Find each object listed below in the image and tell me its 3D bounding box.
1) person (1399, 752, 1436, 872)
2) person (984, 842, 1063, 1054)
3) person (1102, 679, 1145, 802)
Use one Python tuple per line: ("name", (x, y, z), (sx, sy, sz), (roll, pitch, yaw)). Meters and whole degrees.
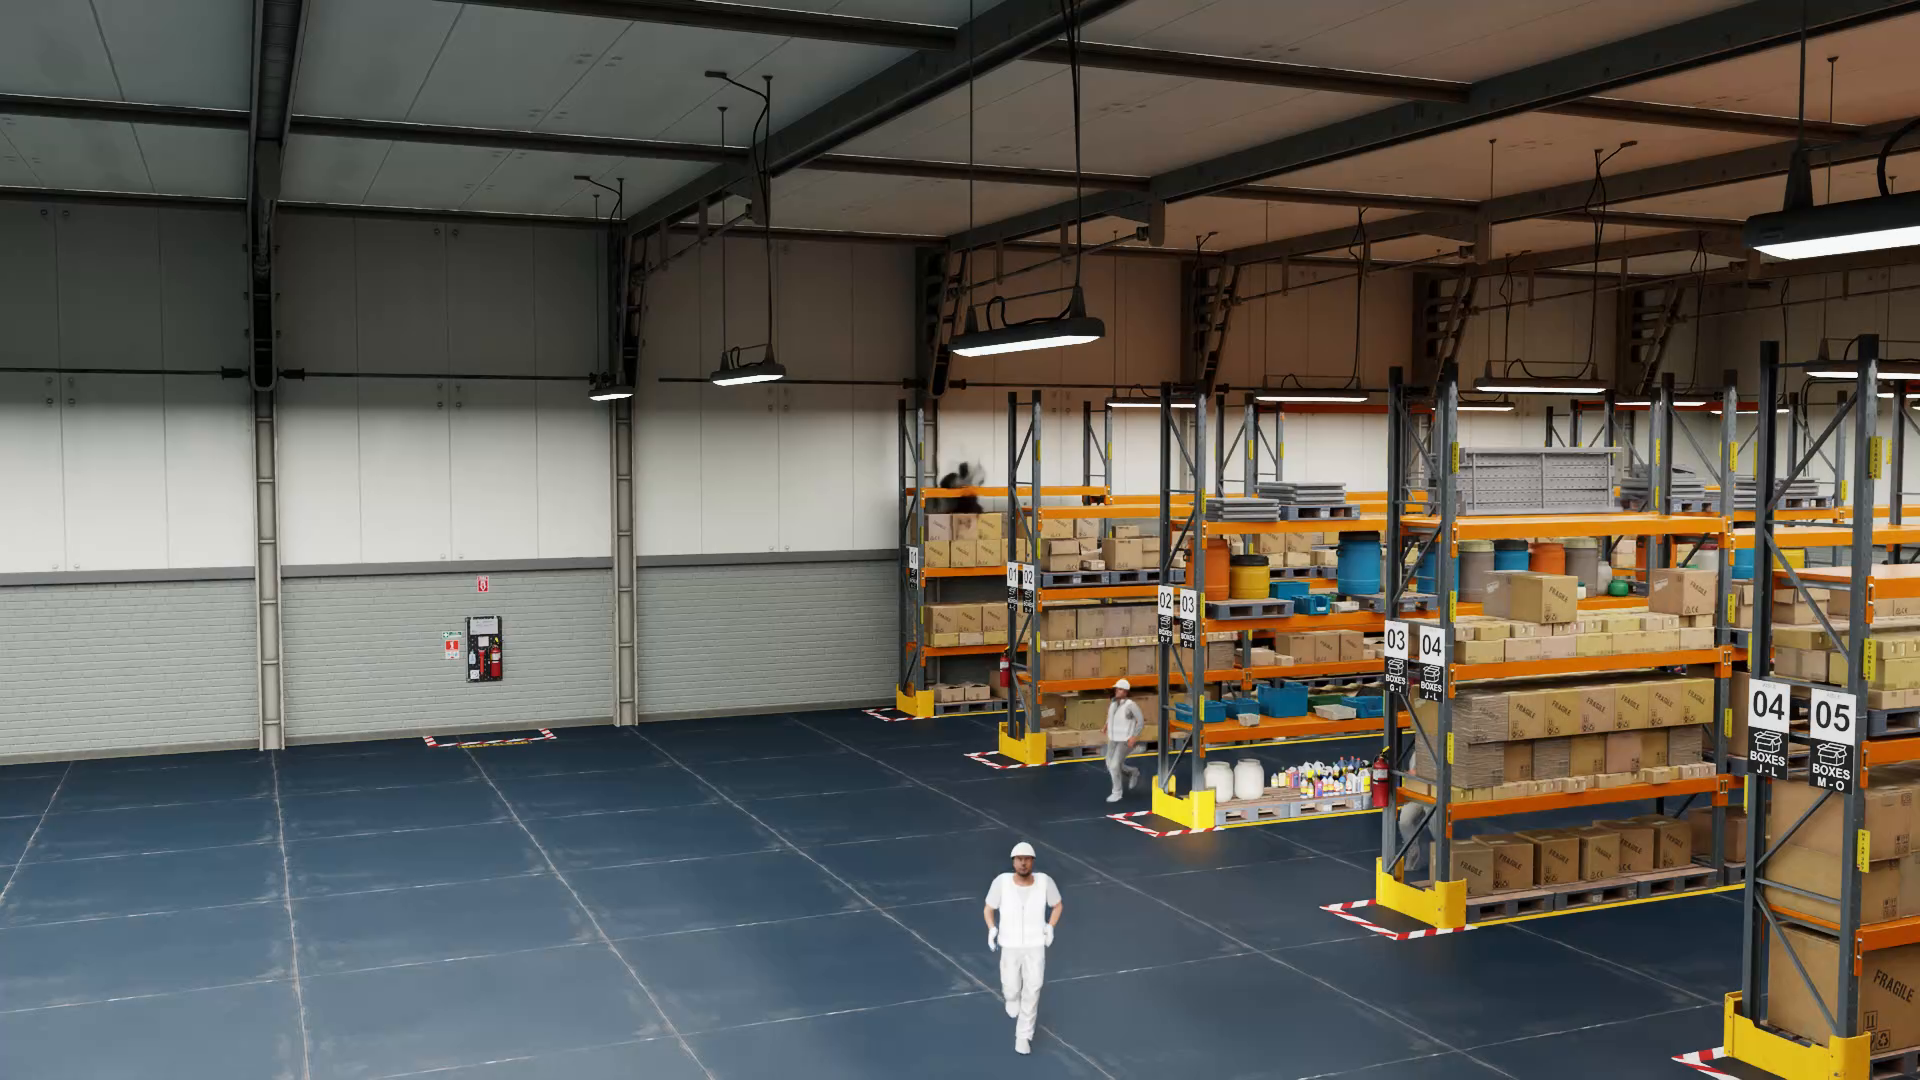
("person", (5.622, 3.114, 20.053), (0.768, 1.850, 0.631), (-2, 4, -30))
("person", (0.548, 3.459, 14.299), (0.683, 1.743, 0.689), (0, 3, 1))
("person", (2.368, 2.893, 24.141), (0.658, 1.754, 0.696), (-2, 4, -33))
